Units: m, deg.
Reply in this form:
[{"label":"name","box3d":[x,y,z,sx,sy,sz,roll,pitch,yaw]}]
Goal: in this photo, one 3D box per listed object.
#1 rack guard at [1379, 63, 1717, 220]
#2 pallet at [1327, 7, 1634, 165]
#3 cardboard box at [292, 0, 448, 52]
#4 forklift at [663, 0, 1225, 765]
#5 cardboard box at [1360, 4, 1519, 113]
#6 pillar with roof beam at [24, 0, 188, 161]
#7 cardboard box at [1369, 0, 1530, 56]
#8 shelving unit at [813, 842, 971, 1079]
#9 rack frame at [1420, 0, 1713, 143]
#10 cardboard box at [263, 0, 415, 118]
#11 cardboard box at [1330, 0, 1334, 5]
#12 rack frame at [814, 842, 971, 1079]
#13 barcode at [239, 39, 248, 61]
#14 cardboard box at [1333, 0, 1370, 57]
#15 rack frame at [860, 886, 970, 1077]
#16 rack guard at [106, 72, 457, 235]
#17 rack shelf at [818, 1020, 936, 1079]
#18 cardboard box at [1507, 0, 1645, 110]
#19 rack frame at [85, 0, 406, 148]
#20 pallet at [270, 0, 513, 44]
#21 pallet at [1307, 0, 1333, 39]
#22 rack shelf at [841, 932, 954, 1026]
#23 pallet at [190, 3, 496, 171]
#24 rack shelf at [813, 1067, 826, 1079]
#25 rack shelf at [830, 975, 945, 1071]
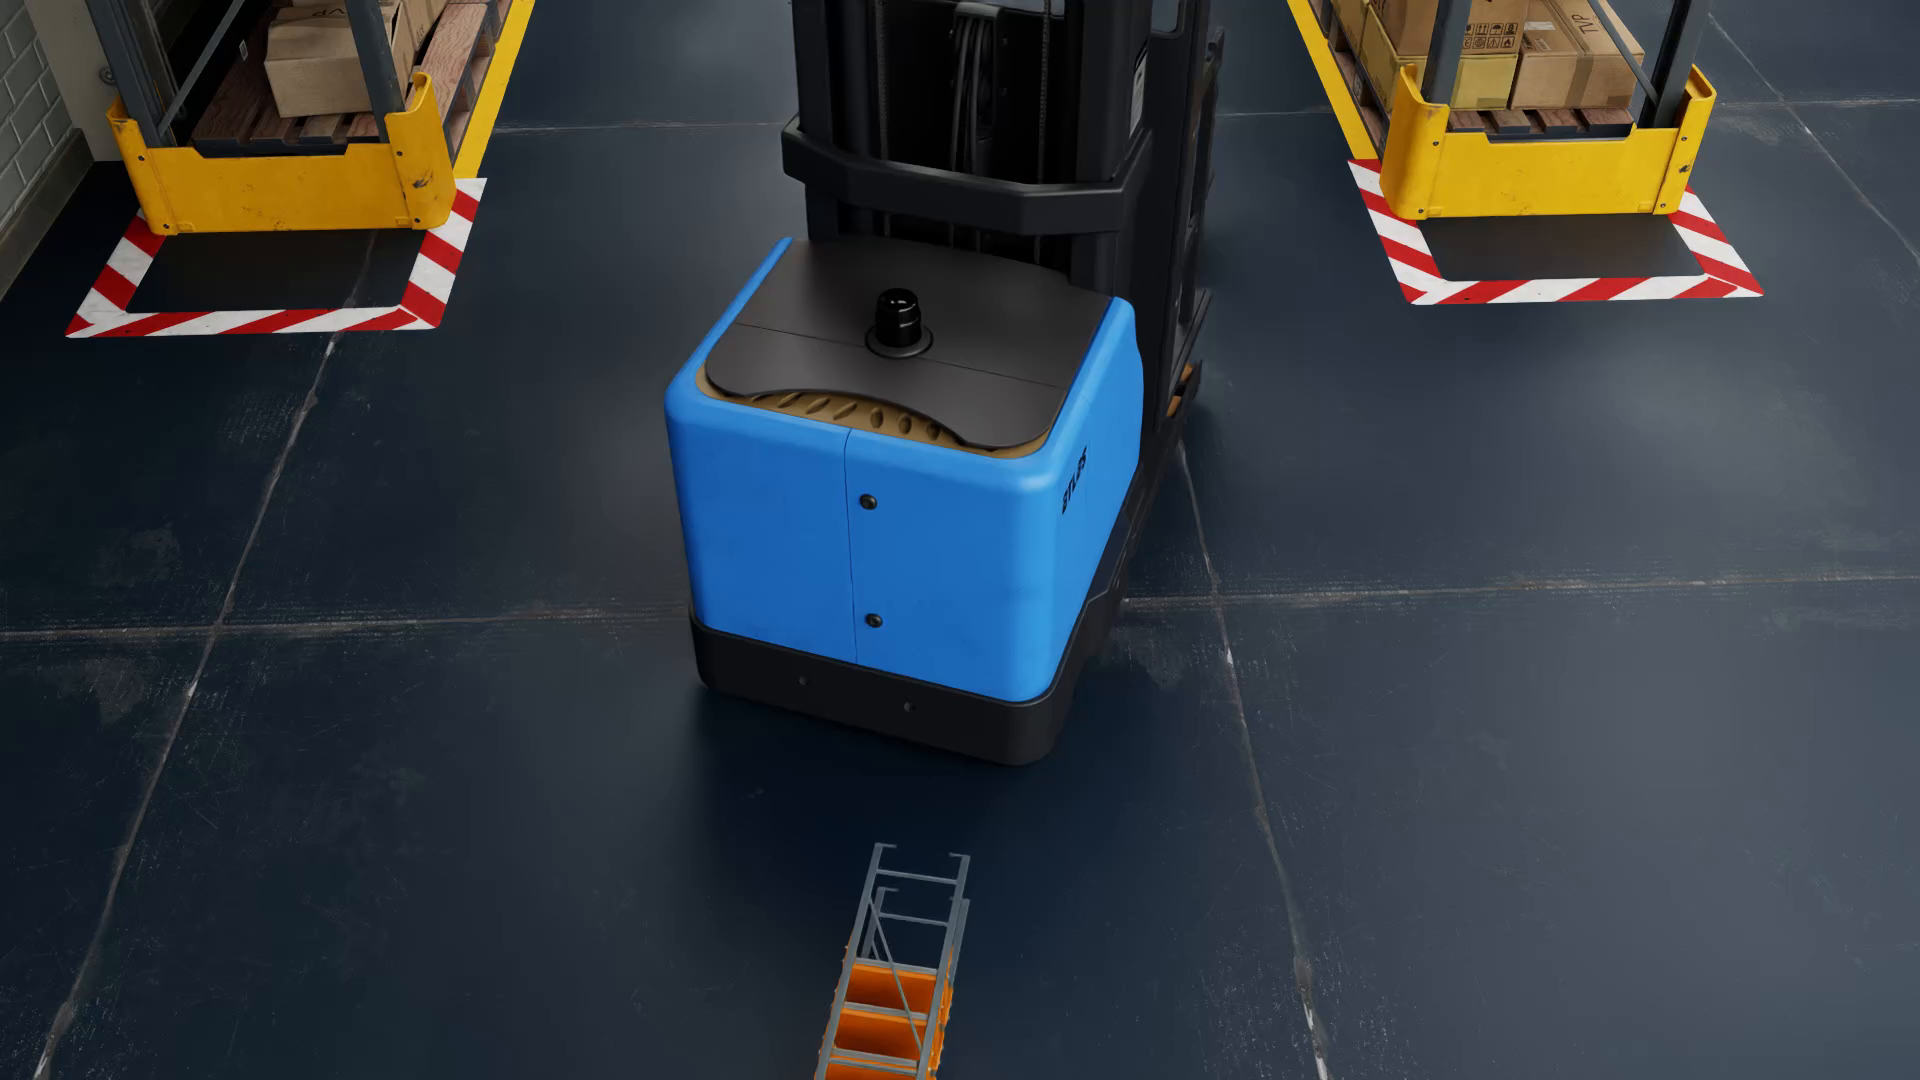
[{"label":"rack guard","box3d":[2.315,-1.596,6.621,1.175,0.500,0.348,-2,43,-2]},{"label":"pallet","box3d":[2.240,-2.020,7.298,1.003,0.211,1.213,-2,43,-2]},{"label":"cardboard box","box3d":[-2.599,-2.414,7.328,0.500,0.311,0.500,2,43,2]},{"label":"forklift","box3d":[0.197,-1.483,4.699,1.130,2.935,3.031,13,44,13]},{"label":"cardboard box","box3d":[1.996,-2.028,6.967,0.500,0.250,0.500,-2,43,-2]},{"label":"pillar with roof beam","box3d":[0.772,-5.171,4.232,9.100,9.000,0.400,-2,43,-2]},{"label":"cardboard box","box3d":[1.994,-2.304,6.713,0.500,0.500,0.500,-2,43,-2]},{"label":"shelving unit","box3d":[-0.194,1.236,3.758,0.258,0.189,1.200,7,43,7]},{"label":"rack frame","box3d":[2.314,-2.533,5.794,1.000,3.000,0.127,-2,43,-2]},{"label":"cardboard box","box3d":[-2.574,-2.029,6.908,0.500,0.311,0.500,-6,43,-7]},{"label":"cardboard box","box3d":[1.940,-2.703,7.703,0.500,0.250,0.500,-2,43,-2]},{"label":"rack frame","box3d":[-0.194,1.169,3.696,0.240,0.006,1.200,7,43,7]},{"label":"barcode","box3d":[-2.975,-2.033,6.906,0.001,0.075,0.075,-2,43,-2]},{"label":"cardboard box","box3d":[1.963,-2.365,7.335,0.500,0.250,0.500,-2,43,-2]},{"label":"rack frame","box3d":[-0.194,1.304,3.820,0.240,0.006,1.200,7,43,7]},{"label":"rack guard","box3d":[-2.638,-1.518,6.537,1.175,0.500,0.348,-2,43,-2]},{"label":"rack shelf","box3d":[-0.186,1.207,3.790,0.258,0.180,0.103,7,43,7]},{"label":"cardboard box","box3d":[2.514,-2.043,6.983,0.500,0.250,0.500,-2,43,-2]},{"label":"rack frame","box3d":[-2.635,-2.389,5.636,1.000,3.000,0.127,-2,43,-2]},{"label":"pallet","box3d":[-2.686,-2.783,8.130,1.003,0.211,1.213,-2,43,-2]},{"label":"pallet","box3d":[2.191,-2.842,8.194,1.003,0.211,1.213,-2,43,-2]},{"label":"rack shelf","box3d":[-0.146,1.047,3.965,0.258,0.180,0.103,7,43,7]},{"label":"pallet","box3d":[-2.637,-1.961,7.234,1.003,0.211,1.213,-2,43,-2]},{"label":"rack shelf","box3d":[-0.206,1.286,3.703,0.258,0.180,0.103,7,43,7]},{"label":"rack shelf","box3d":[-0.166,1.127,3.878,0.258,0.180,0.103,7,43,7]}]
